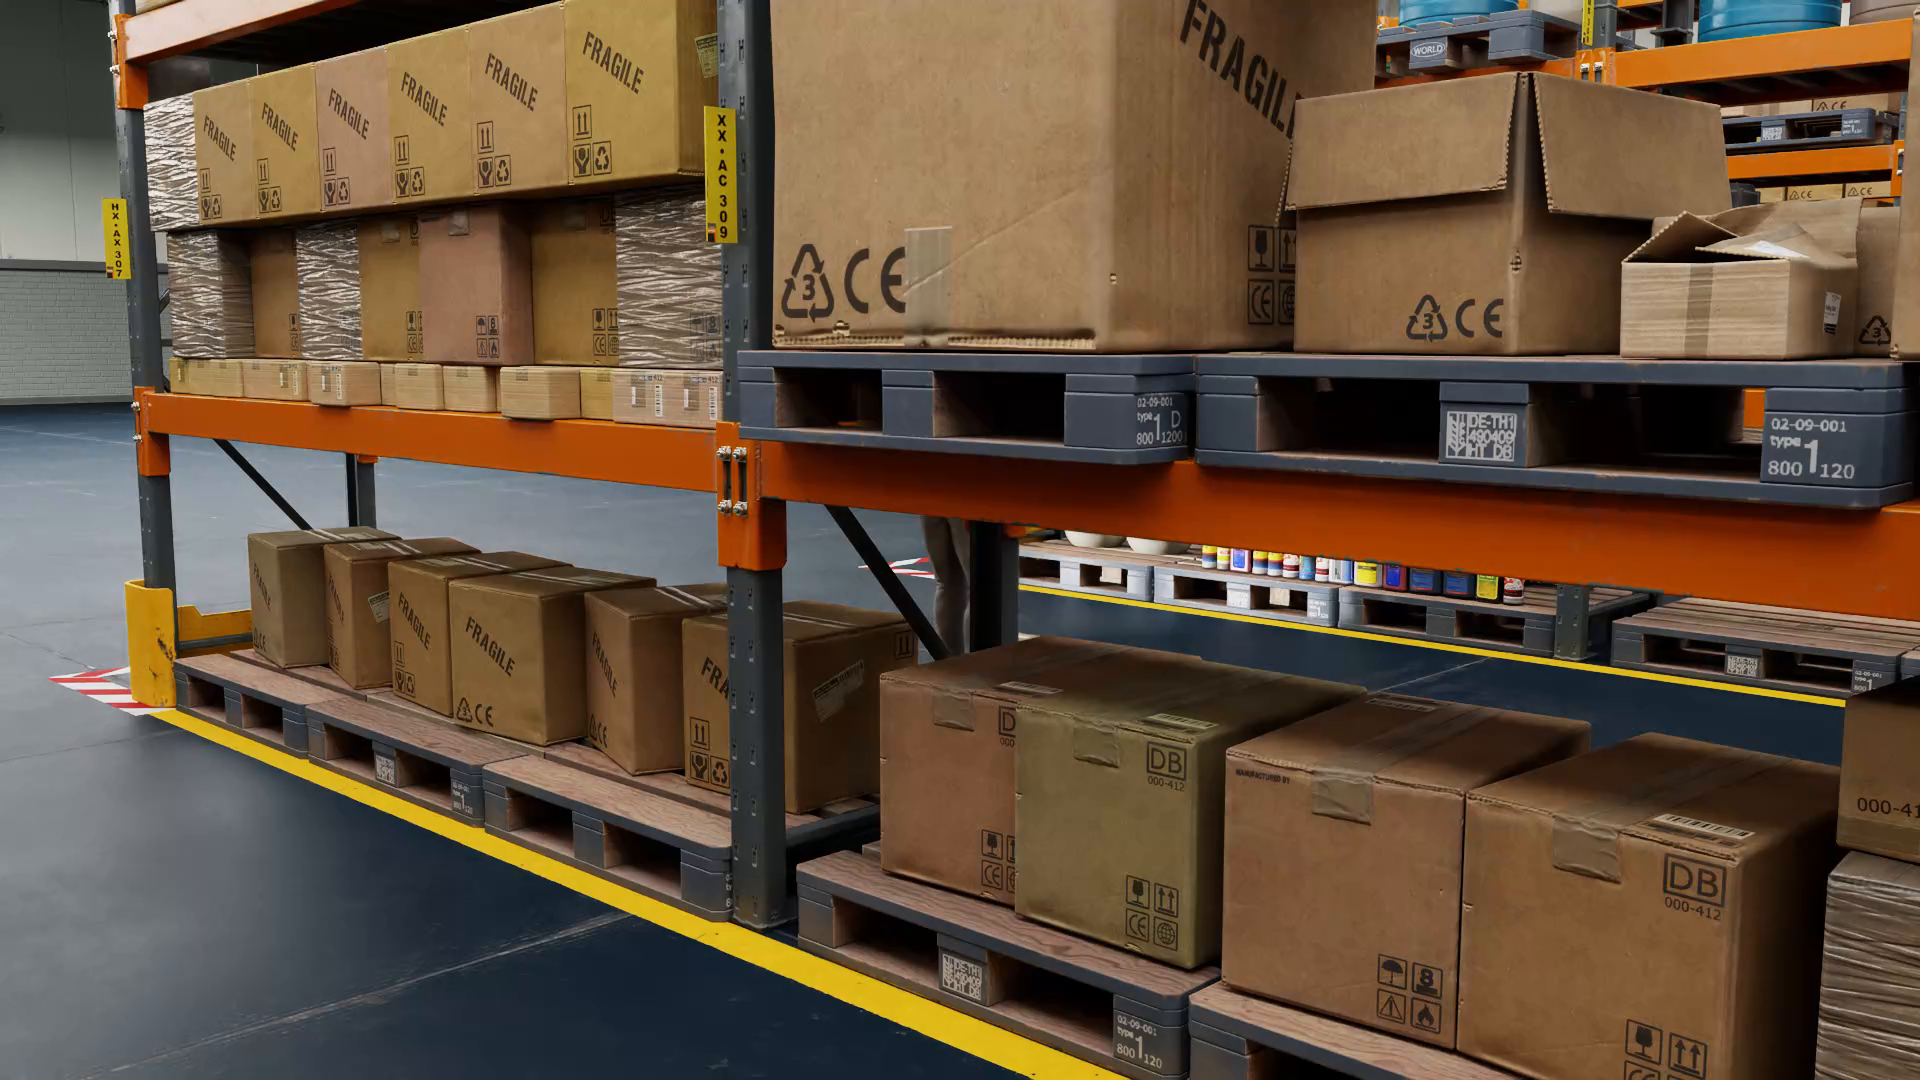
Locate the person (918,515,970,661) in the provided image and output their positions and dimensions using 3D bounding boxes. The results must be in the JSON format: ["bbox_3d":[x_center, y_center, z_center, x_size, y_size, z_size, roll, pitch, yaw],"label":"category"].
[{"bbox_3d":[0.026,-0.144,6.928,0.510,1.671,0.417,6,9,40],"label":"person"}]
